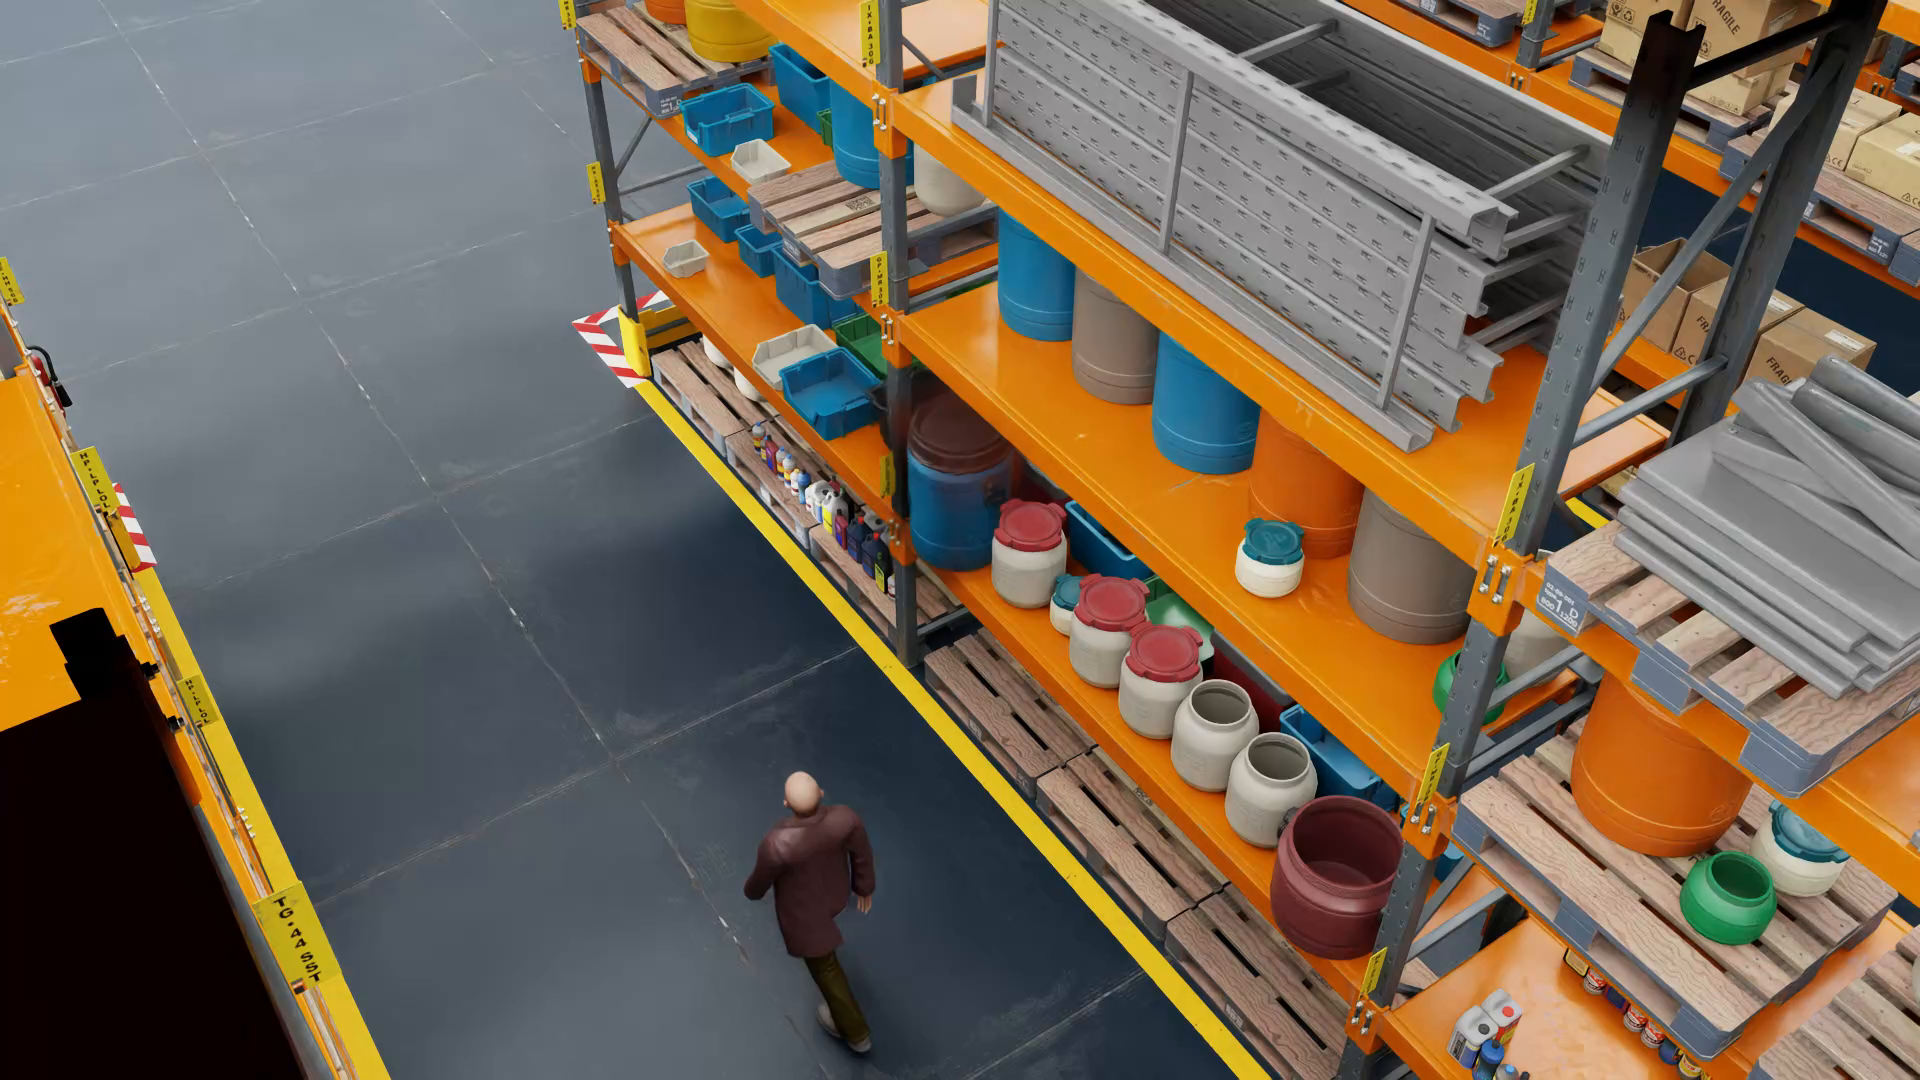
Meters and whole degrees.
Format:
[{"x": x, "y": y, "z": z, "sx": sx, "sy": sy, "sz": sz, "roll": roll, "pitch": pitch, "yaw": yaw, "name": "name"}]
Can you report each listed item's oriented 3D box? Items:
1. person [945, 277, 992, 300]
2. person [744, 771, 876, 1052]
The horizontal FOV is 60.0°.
[{"x": 0.155, "y": -2.024, "z": 12.671, "sx": 0.620, "sy": 1.764, "sz": 0.701, "roll": -31, "pitch": 51, "yaw": -29, "name": "person"}, {"x": -0.798, "y": 1.756, "z": 8.539, "sx": 0.578, "sy": 1.707, "sz": 1.143, "roll": -29, "pitch": 50, "yaw": -28, "name": "person"}]
